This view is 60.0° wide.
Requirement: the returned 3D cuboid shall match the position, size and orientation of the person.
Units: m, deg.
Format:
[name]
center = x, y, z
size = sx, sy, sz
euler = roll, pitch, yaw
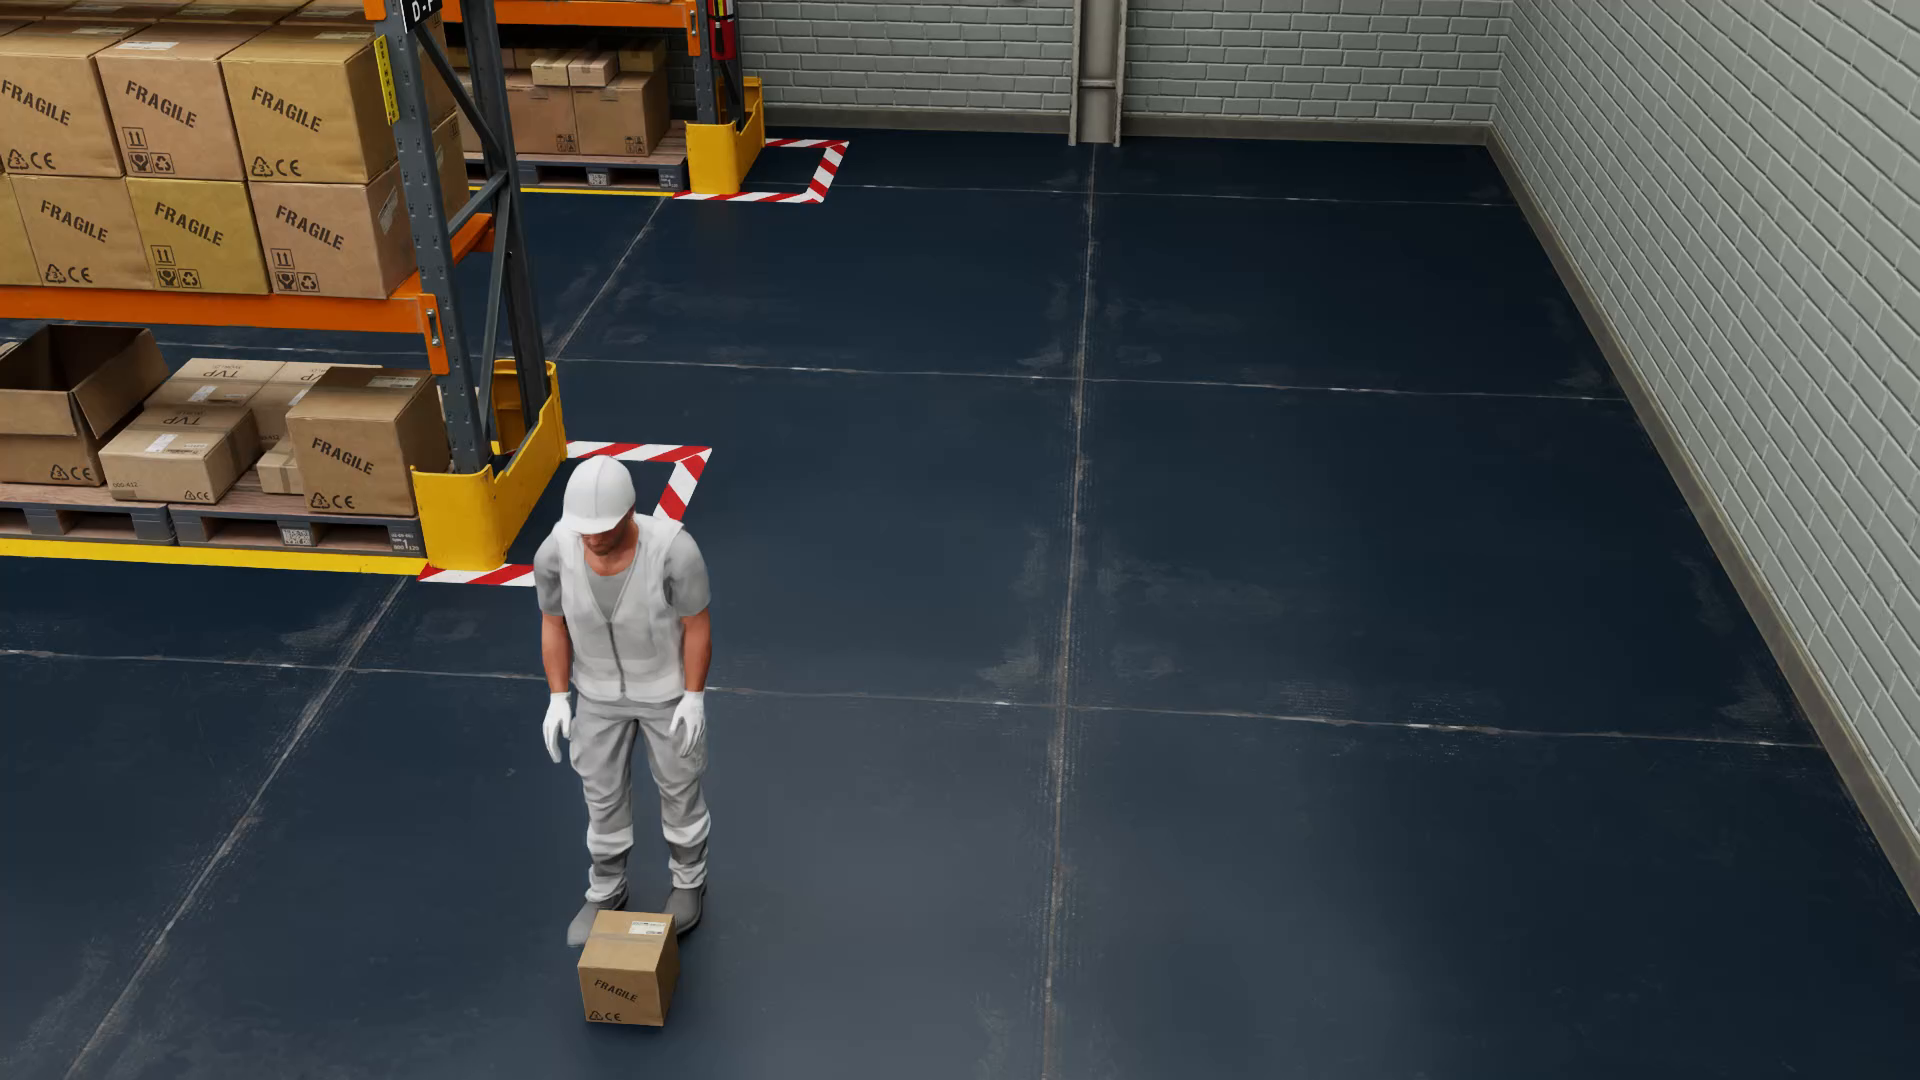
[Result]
[person]
center = -1.051, 0.521, 5.286
size = 0.560, 1.815, 0.459
euler = 2, 32, 4
